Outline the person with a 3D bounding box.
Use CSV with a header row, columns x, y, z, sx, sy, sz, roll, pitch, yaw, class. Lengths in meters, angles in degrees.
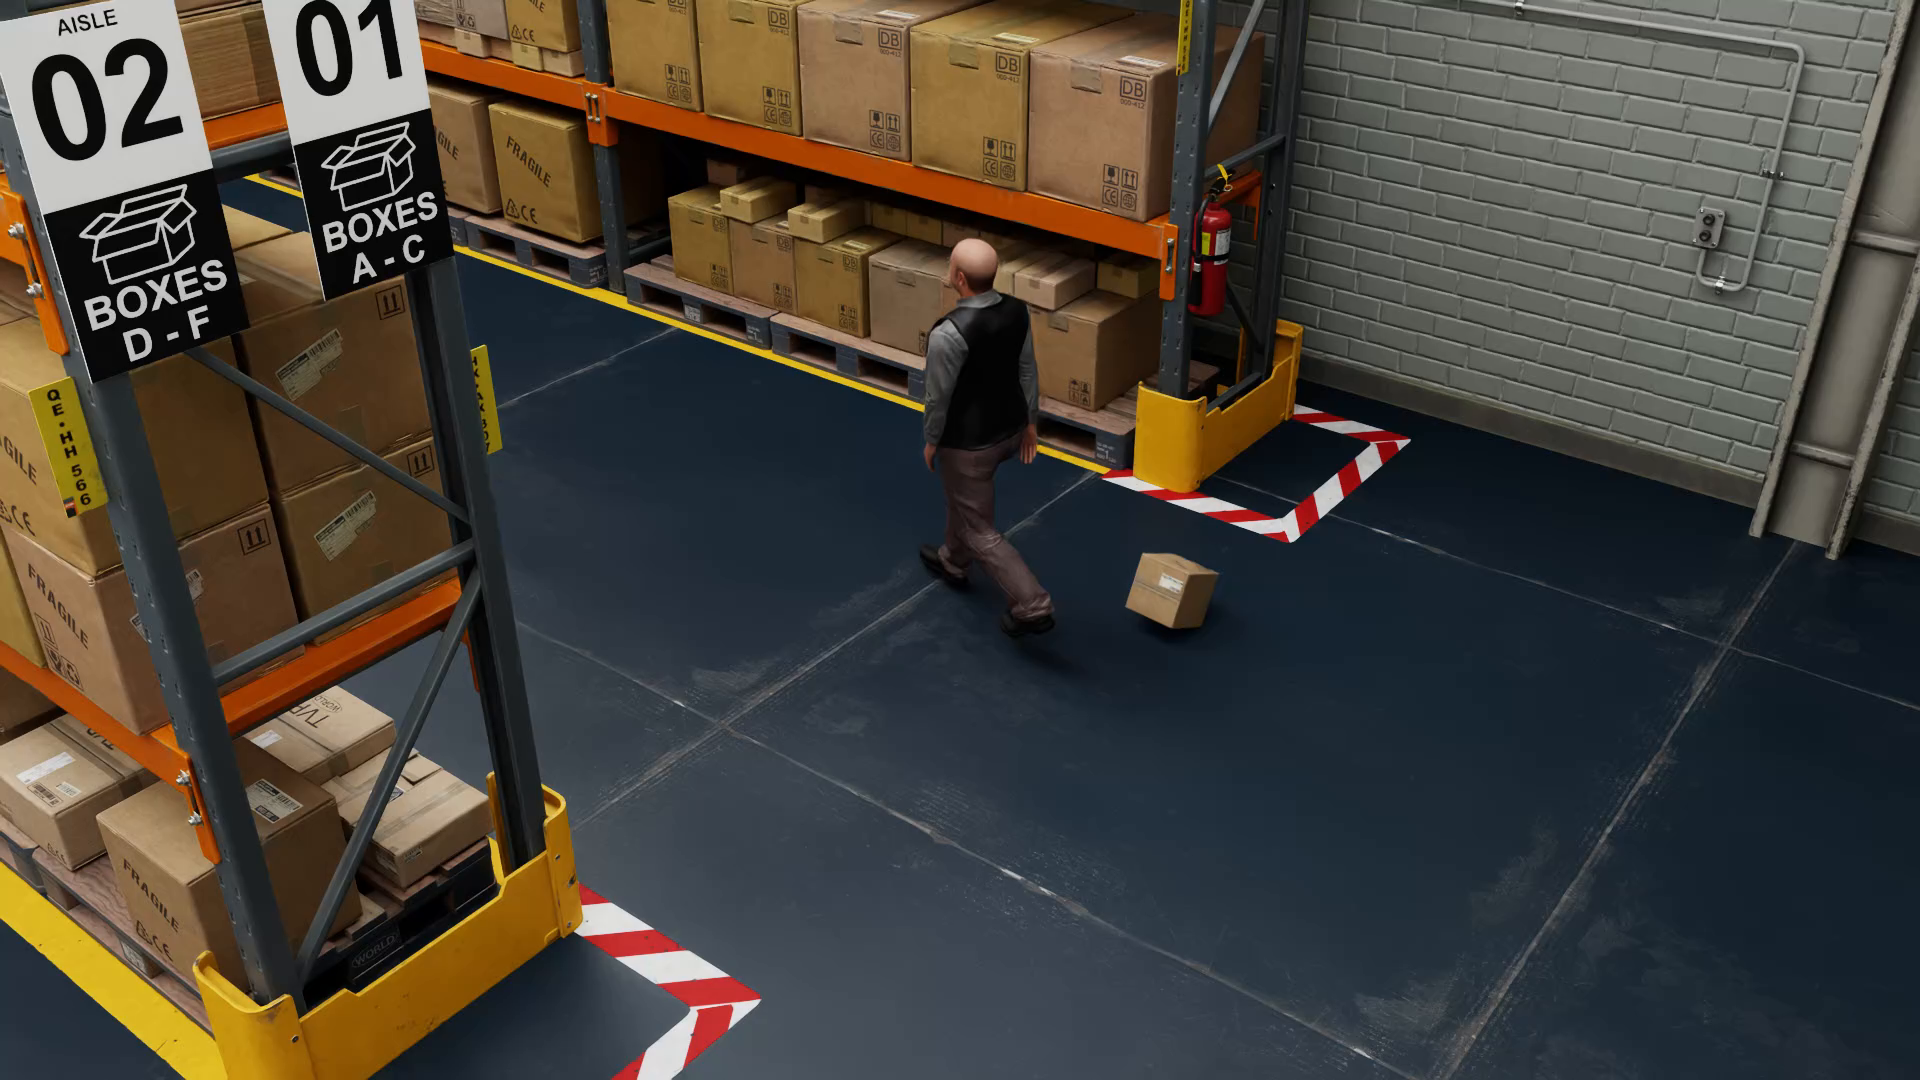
x,y,z,sx,sy,sz,roll,pitch,yaw,class
0.088,-0.421,6.868,0.968,1.693,0.537,25,39,35,person
